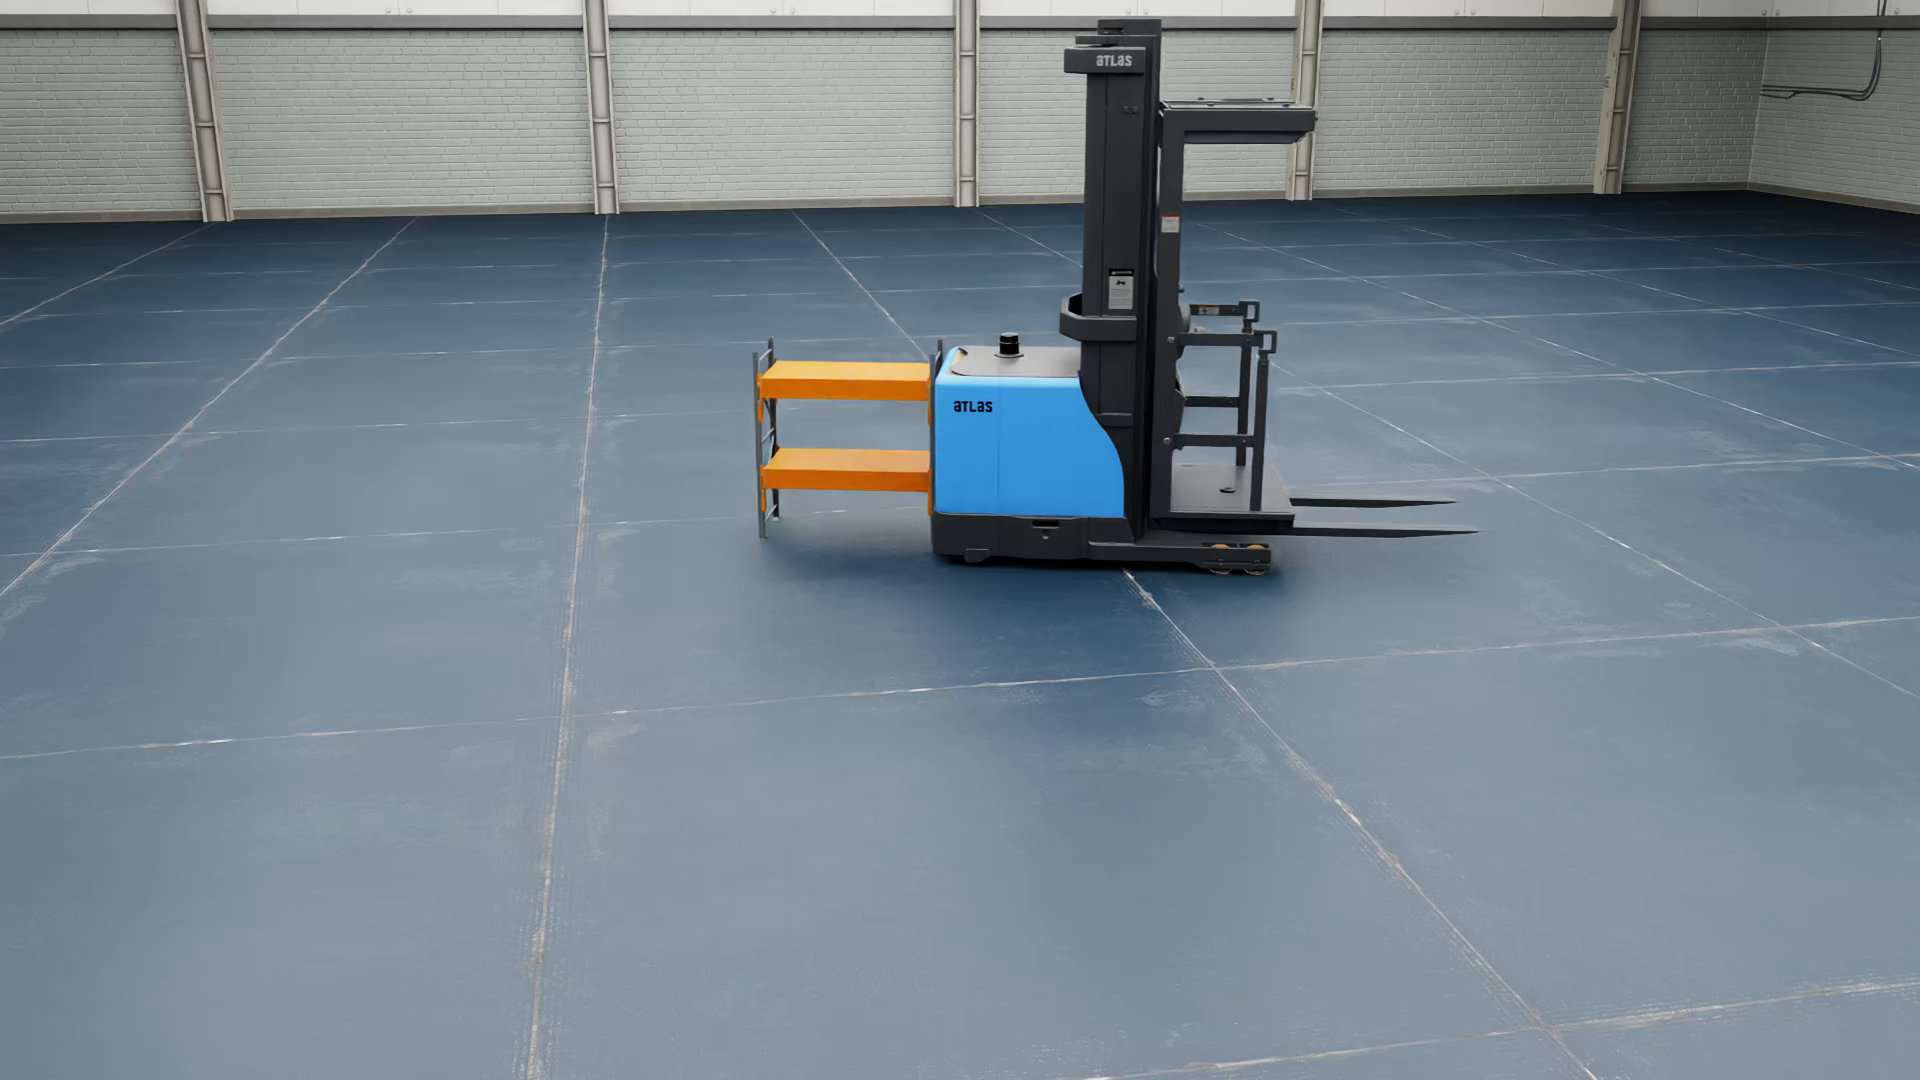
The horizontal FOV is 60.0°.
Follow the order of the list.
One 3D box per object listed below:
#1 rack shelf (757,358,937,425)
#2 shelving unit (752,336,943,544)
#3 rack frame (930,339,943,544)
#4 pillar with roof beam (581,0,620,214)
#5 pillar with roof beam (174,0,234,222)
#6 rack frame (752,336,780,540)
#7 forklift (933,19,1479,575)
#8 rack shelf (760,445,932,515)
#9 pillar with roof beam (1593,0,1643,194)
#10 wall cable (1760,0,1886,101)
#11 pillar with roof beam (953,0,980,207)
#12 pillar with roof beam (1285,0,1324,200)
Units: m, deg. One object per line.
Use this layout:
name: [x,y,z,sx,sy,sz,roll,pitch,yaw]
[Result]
rack shelf: [-0.643,-0.877,9.754,1.000,0.278,0.538,1,17,4]
shelving unit: [-0.643,-0.597,9.840,1.048,1.125,0.538,1,17,4]
rack frame: [-0.136,-0.585,9.800,0.032,1.125,0.500,1,17,4]
pillar with roof beam: [-4.972,-8.432,21.938,0.400,9.000,9.100,-3,17,-10]
pillar with roof beam: [-10.863,-8.098,20.850,0.400,9.000,9.100,-3,17,-10]
rack frame: [-1.150,-0.609,9.879,0.032,1.125,0.500,1,17,4]
forklift: [1.393,-1.369,9.277,3.031,2.935,1.130,1,17,4]
rack shelf: [-0.643,-0.363,9.911,1.000,0.278,0.538,1,17,4]
pillar with roof beam: [12.702,-9.435,25.202,0.400,9.000,9.100,-3,17,-10]
wall cable: [15.028,-8.974,28.992,0.112,2.526,3.097,-3,17,-10]
pillar with roof beam: [0.919,-8.766,23.026,0.400,9.000,9.100,-3,17,-10]
pillar with roof beam: [6.811,-9.100,24.114,0.400,9.000,9.100,-3,17,-10]
